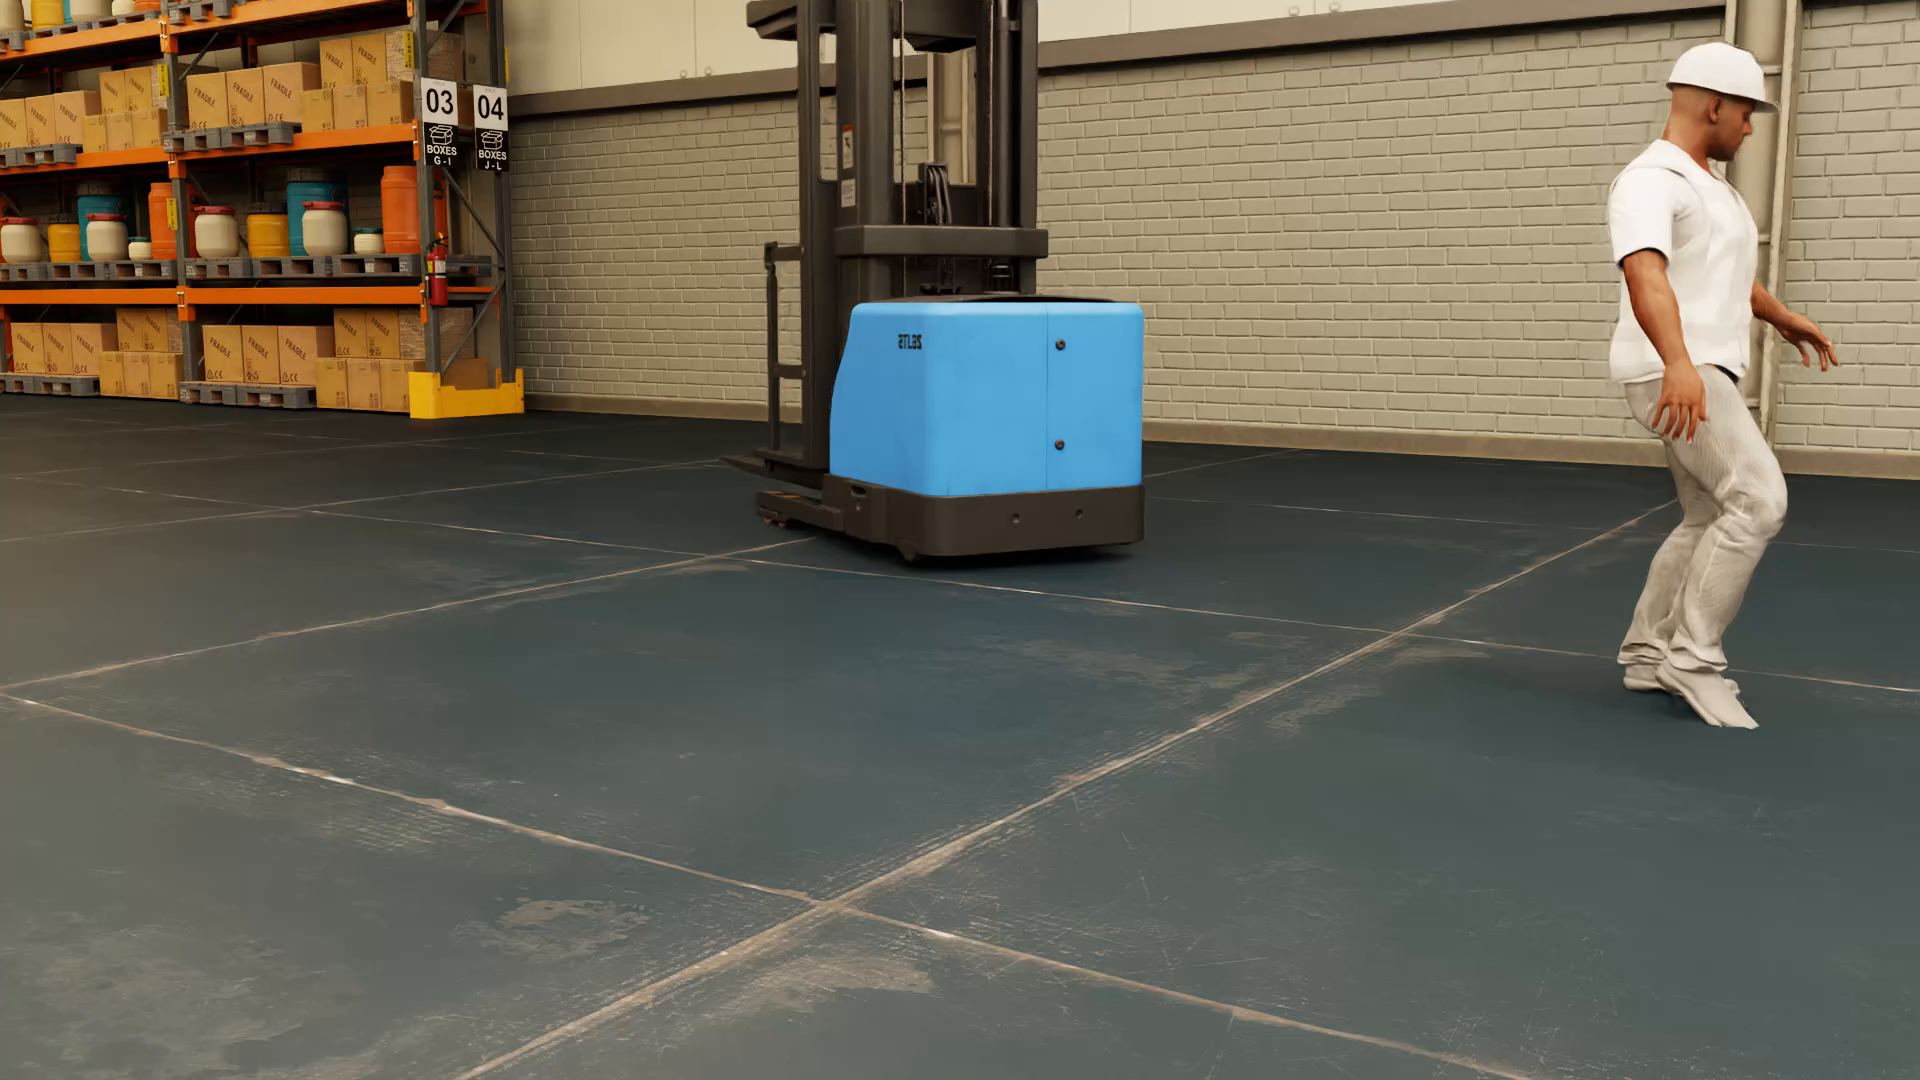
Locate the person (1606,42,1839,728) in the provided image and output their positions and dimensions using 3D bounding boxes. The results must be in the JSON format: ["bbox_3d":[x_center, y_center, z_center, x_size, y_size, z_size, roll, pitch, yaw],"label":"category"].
[{"bbox_3d":[1.992,-0.408,4.430,0.497,1.785,0.966,6,10,38],"label":"person"}]

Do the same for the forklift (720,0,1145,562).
[{"bbox_3d":[-0.345,-1.531,7.961,1.130,2.935,3.031,-4,9,-27],"label":"forklift"}]
